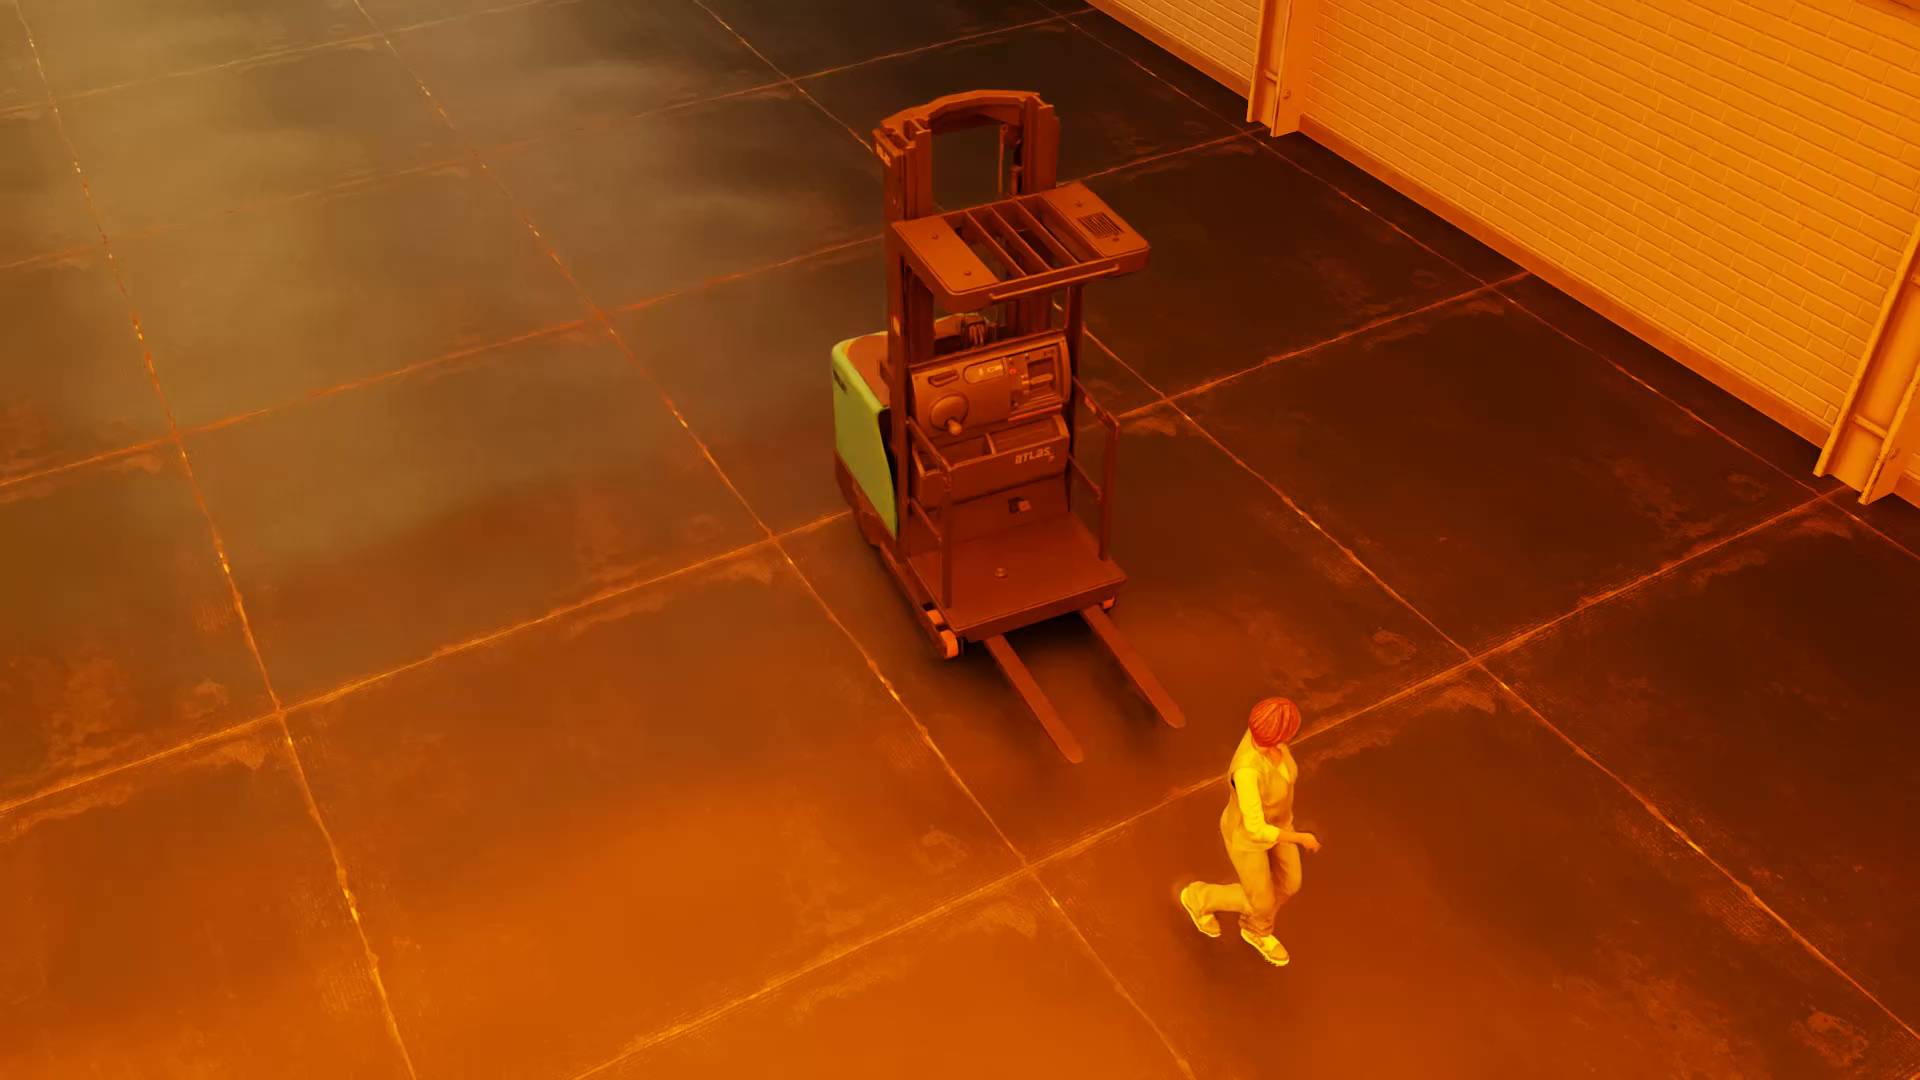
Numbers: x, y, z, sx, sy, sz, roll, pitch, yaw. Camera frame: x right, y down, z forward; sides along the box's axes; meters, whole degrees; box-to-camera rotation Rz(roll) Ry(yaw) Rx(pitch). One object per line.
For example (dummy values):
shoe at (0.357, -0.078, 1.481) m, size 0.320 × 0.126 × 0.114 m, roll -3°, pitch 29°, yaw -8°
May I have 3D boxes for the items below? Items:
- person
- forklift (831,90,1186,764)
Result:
person at (1.381, 1.299, 7.566) m, size 0.579 × 1.547 × 0.563 m, roll 28°, pitch 47°, yaw 29°
forklift at (0.267, -0.767, 8.961) m, size 1.130 × 2.935 × 3.031 m, roll -16°, pitch 42°, yaw -19°
